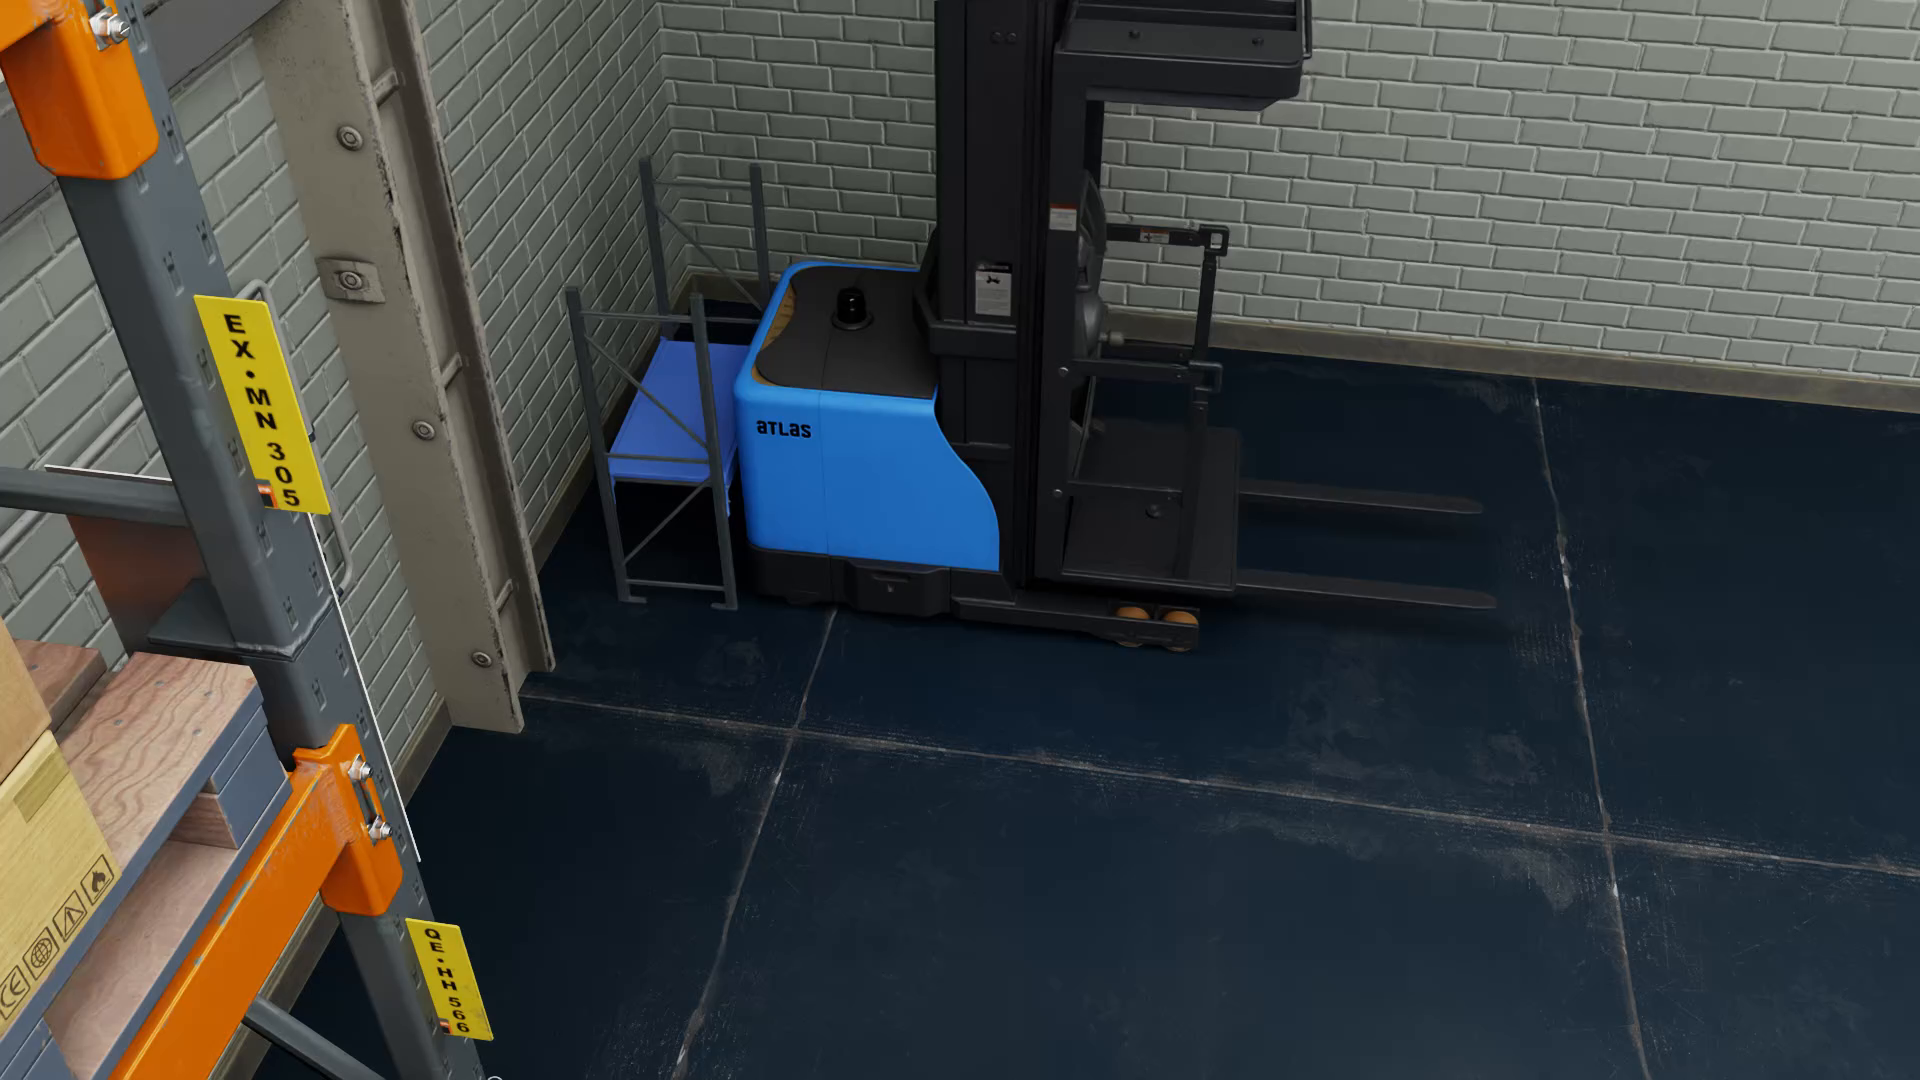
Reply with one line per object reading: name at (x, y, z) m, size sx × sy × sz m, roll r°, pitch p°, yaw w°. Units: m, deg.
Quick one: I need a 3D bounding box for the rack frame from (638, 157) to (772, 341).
rack frame at (-1.058, -0.956, 7.230) m, size 0.500 × 1.500 × 0.032 m, roll 4°, pitch 40°, yaw 5°

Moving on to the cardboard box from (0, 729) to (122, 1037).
cardboard box at (-1.281, 0.423, 1.740) m, size 0.500 × 0.250 × 0.500 m, roll 8°, pitch 40°, yaw 9°

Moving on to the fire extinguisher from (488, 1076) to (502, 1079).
fire extinguisher at (-0.936, 1.363, 3.601) m, size 0.296 × 0.674 × 0.183 m, roll 6°, pitch 40°, yaw 8°

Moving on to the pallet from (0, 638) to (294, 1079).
pallet at (-1.534, 0.578, 1.913) m, size 1.003 × 0.211 × 1.213 m, roll 6°, pitch 40°, yaw 8°

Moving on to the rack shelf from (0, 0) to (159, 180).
rack shelf at (-1.762, 0.607, 0.332) m, size 1.077 × 0.370 × 4.000 m, roll 6°, pitch 40°, yaw 8°

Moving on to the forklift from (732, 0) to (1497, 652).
forklift at (0.677, -1.044, 6.213) m, size 3.031 × 2.935 × 1.130 m, roll 5°, pitch 40°, yaw 7°

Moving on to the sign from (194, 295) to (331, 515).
sign at (-0.884, -0.165, 2.109) m, size 0.100 × 0.325 × 0.005 m, roll 6°, pitch 40°, yaw 8°

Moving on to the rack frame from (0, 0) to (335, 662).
rack frame at (-1.416, -1.079, 1.493) m, size 1.000 × 3.000 × 0.127 m, roll 6°, pitch 40°, yaw 8°

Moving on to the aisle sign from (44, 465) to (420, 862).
aisle sign at (-1.108, 0.219, 2.591) m, size 0.394 × 0.787 × 0.004 m, roll 6°, pitch 40°, yaw 8°

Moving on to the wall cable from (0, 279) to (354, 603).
wall cable at (-2.126, -0.067, 4.179) m, size 0.084 × 1.984 × 1.851 m, roll 6°, pitch 40°, yaw 8°

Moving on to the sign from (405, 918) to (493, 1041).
sign at (-0.884, 0.764, 2.877) m, size 0.100 × 0.325 × 0.005 m, roll 6°, pitch 40°, yaw 8°

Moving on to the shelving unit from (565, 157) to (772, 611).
shelving unit at (-1.115, -0.634, 6.840) m, size 0.538 × 1.500 × 1.048 m, roll 4°, pitch 40°, yaw 5°

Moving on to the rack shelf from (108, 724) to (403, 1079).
rack shelf at (-1.762, 1.609, 1.160) m, size 1.077 × 0.370 × 4.000 m, roll 6°, pitch 40°, yaw 8°

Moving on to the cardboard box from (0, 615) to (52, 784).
cardboard box at (-1.274, 0.135, 1.500) m, size 0.500 × 0.500 × 0.500 m, roll 6°, pitch 40°, yaw 8°

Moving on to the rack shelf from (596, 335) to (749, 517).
rack shelf at (-1.115, -0.496, 6.955) m, size 0.538 × 0.185 × 1.000 m, roll 4°, pitch 40°, yaw 5°

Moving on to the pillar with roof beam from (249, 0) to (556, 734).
pillar with roof beam at (2.439, -2.394, 3.084) m, size 9.100 × 9.000 × 0.400 m, roll 6°, pitch 40°, yaw 8°

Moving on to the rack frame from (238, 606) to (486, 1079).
rack frame at (-1.416, 1.233, 3.405) m, size 1.000 × 3.000 × 0.127 m, roll 6°, pitch 40°, yaw 8°

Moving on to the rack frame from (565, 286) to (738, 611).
rack frame at (-1.173, -0.313, 6.451) m, size 0.500 × 1.500 × 0.032 m, roll 4°, pitch 40°, yaw 5°
